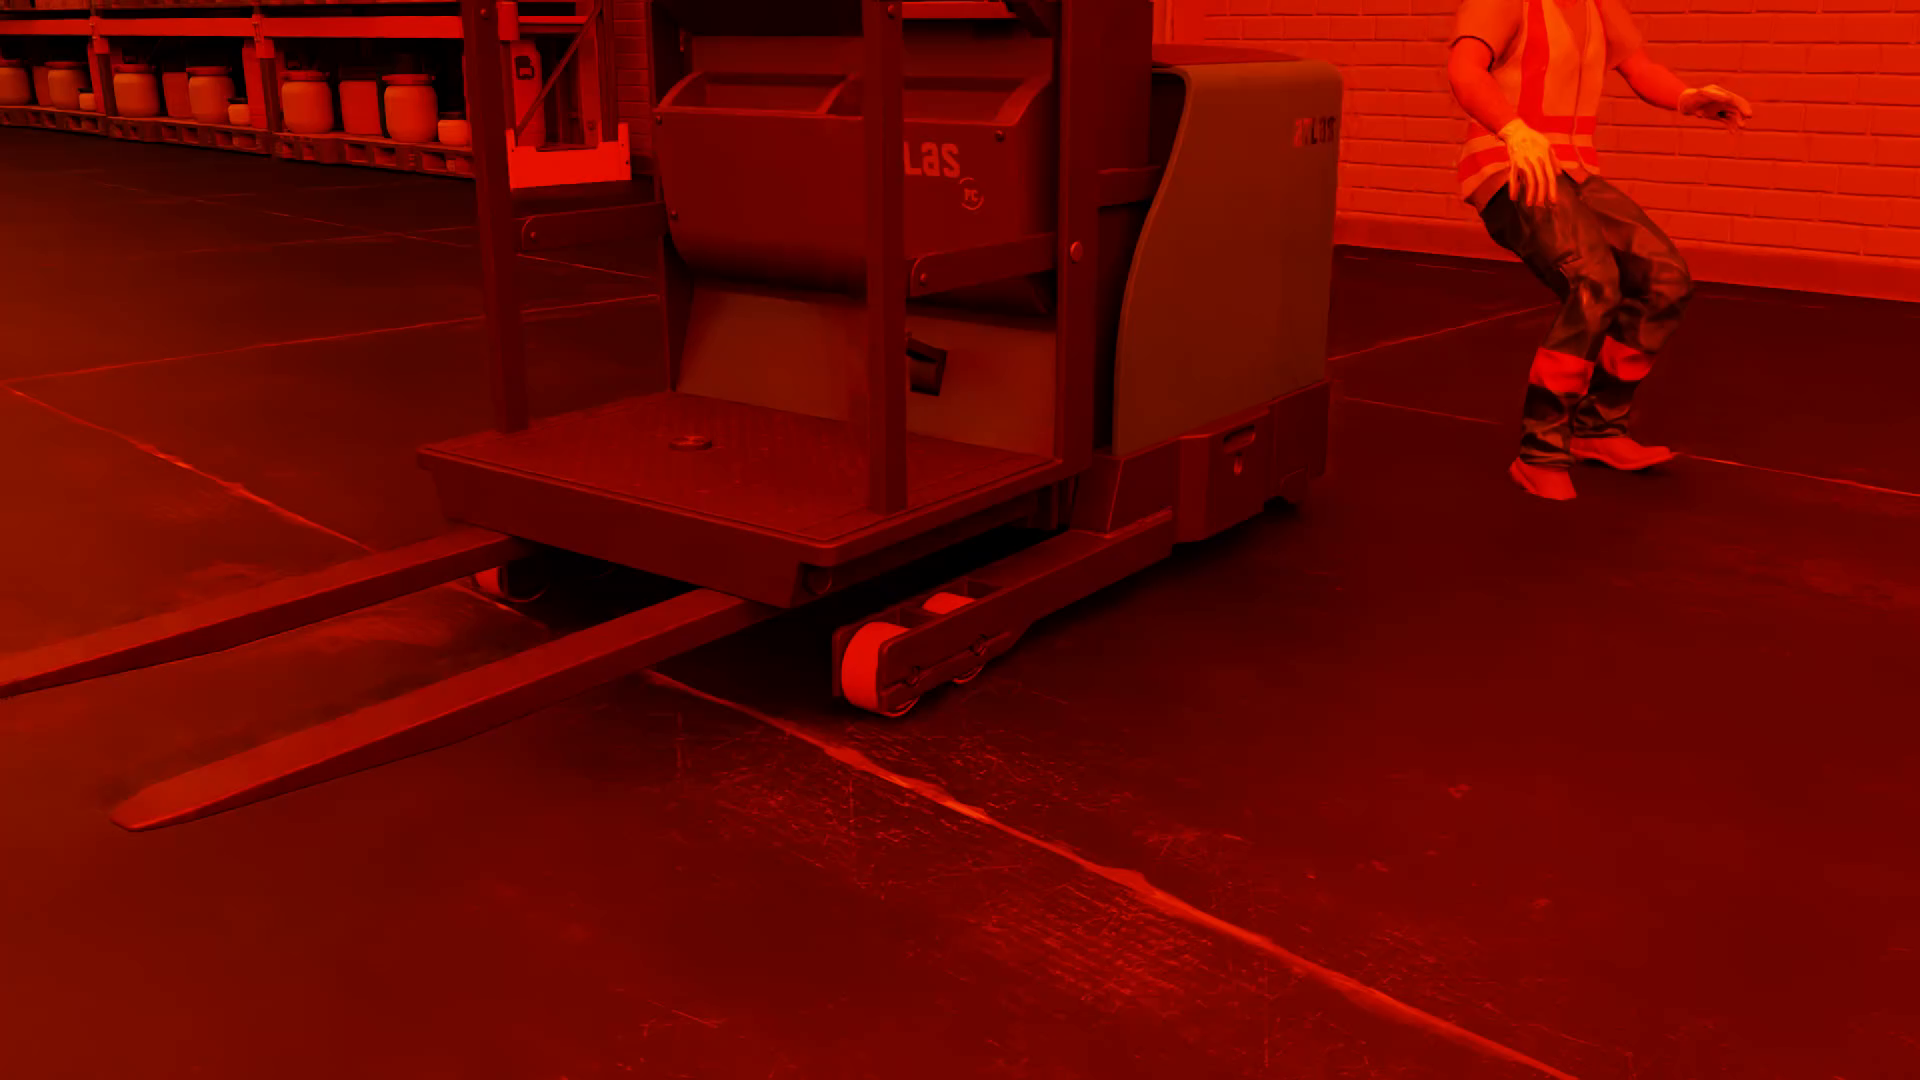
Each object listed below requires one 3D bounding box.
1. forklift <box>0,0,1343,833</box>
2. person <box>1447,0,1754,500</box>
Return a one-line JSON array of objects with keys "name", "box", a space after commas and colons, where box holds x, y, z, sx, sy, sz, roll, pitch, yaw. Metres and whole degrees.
[{"name": "forklift", "box": [-0.359, -1.254, 2.988, 1.130, 2.935, 3.031, 12, 21, 35]}, {"name": "person", "box": [1.636, -0.944, 4.403, 0.825, 1.655, 0.701, -14, 22, -38]}]
